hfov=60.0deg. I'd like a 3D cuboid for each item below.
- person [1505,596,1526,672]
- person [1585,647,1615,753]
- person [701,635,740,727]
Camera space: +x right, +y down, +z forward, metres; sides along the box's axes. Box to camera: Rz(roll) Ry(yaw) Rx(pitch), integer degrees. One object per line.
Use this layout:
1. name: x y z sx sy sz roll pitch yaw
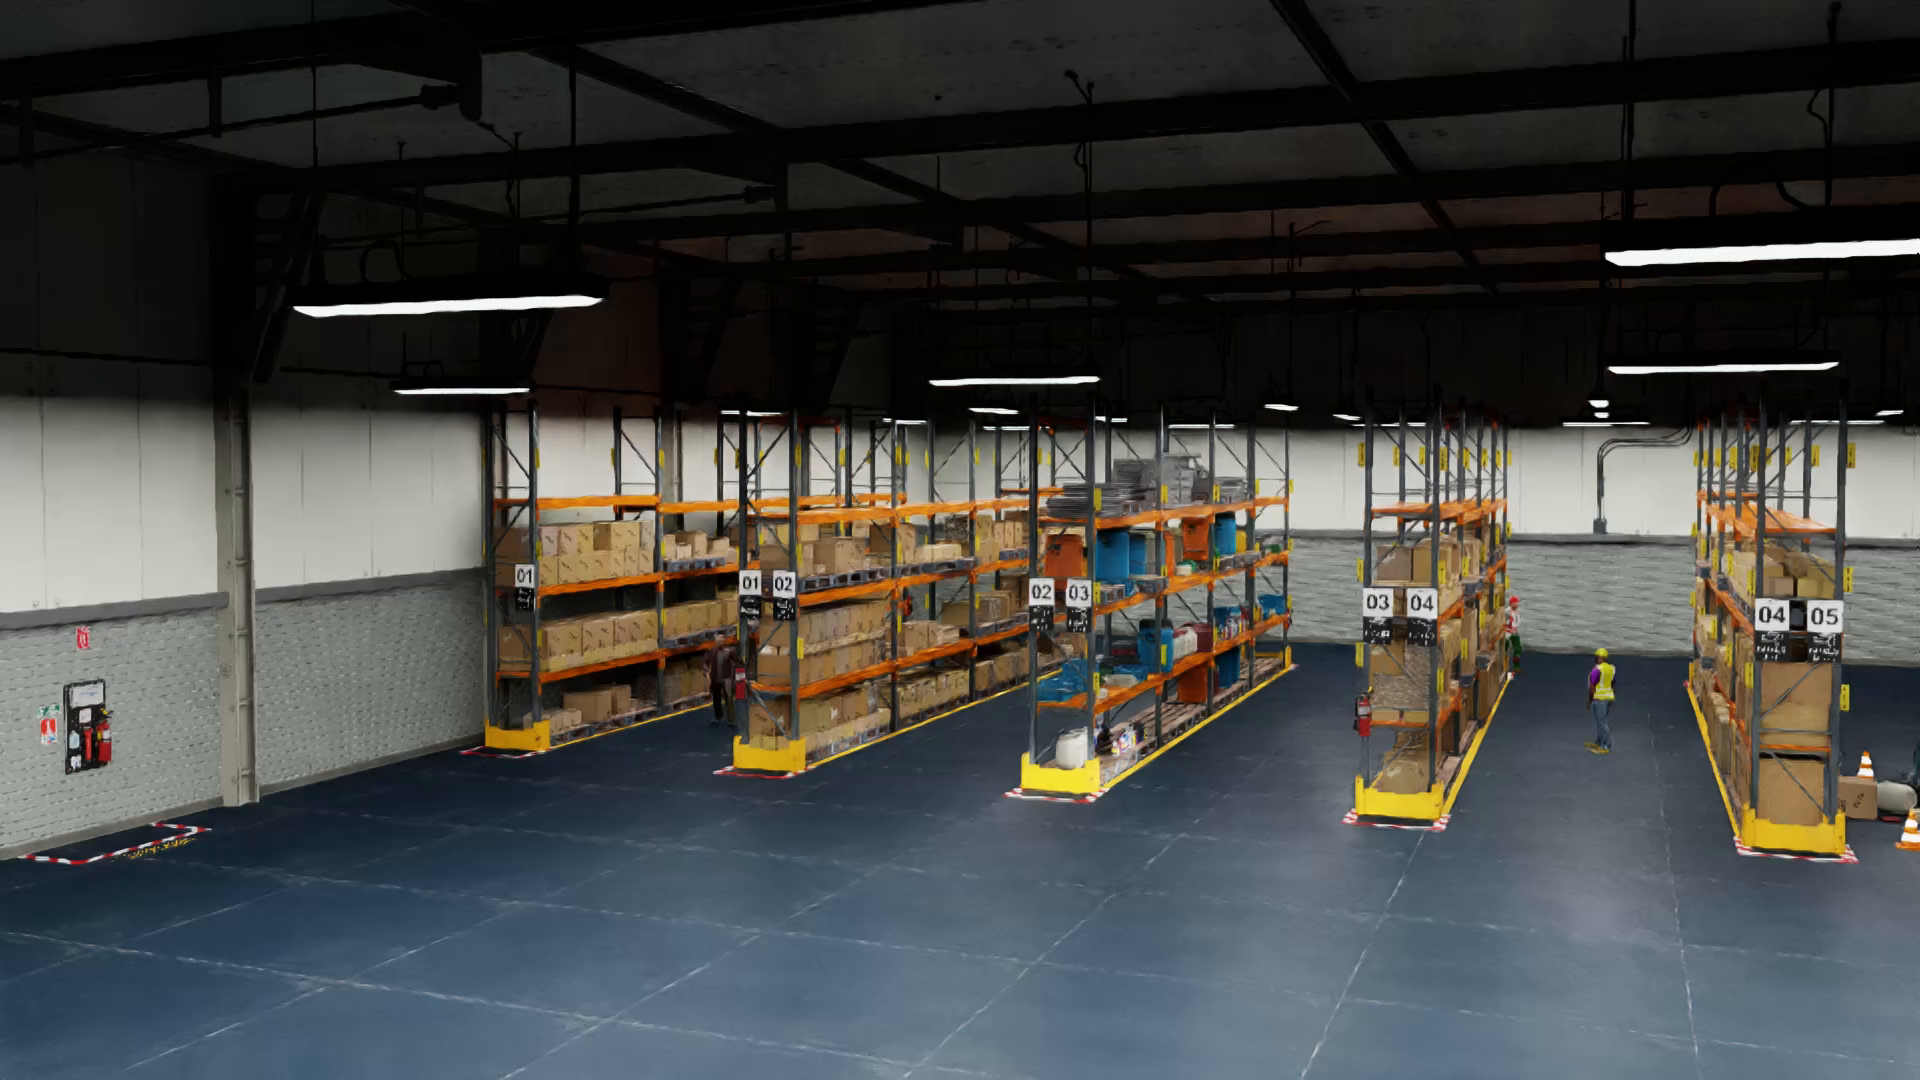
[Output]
1. person: 12.895 2.201 38.902 0.625 1.781 0.579 -2 3 -28
2. person: 10.899 2.704 28.344 0.669 1.757 0.574 -2 4 -41
3. person: -4.441 2.573 31.031 0.728 1.652 0.879 0 3 5
